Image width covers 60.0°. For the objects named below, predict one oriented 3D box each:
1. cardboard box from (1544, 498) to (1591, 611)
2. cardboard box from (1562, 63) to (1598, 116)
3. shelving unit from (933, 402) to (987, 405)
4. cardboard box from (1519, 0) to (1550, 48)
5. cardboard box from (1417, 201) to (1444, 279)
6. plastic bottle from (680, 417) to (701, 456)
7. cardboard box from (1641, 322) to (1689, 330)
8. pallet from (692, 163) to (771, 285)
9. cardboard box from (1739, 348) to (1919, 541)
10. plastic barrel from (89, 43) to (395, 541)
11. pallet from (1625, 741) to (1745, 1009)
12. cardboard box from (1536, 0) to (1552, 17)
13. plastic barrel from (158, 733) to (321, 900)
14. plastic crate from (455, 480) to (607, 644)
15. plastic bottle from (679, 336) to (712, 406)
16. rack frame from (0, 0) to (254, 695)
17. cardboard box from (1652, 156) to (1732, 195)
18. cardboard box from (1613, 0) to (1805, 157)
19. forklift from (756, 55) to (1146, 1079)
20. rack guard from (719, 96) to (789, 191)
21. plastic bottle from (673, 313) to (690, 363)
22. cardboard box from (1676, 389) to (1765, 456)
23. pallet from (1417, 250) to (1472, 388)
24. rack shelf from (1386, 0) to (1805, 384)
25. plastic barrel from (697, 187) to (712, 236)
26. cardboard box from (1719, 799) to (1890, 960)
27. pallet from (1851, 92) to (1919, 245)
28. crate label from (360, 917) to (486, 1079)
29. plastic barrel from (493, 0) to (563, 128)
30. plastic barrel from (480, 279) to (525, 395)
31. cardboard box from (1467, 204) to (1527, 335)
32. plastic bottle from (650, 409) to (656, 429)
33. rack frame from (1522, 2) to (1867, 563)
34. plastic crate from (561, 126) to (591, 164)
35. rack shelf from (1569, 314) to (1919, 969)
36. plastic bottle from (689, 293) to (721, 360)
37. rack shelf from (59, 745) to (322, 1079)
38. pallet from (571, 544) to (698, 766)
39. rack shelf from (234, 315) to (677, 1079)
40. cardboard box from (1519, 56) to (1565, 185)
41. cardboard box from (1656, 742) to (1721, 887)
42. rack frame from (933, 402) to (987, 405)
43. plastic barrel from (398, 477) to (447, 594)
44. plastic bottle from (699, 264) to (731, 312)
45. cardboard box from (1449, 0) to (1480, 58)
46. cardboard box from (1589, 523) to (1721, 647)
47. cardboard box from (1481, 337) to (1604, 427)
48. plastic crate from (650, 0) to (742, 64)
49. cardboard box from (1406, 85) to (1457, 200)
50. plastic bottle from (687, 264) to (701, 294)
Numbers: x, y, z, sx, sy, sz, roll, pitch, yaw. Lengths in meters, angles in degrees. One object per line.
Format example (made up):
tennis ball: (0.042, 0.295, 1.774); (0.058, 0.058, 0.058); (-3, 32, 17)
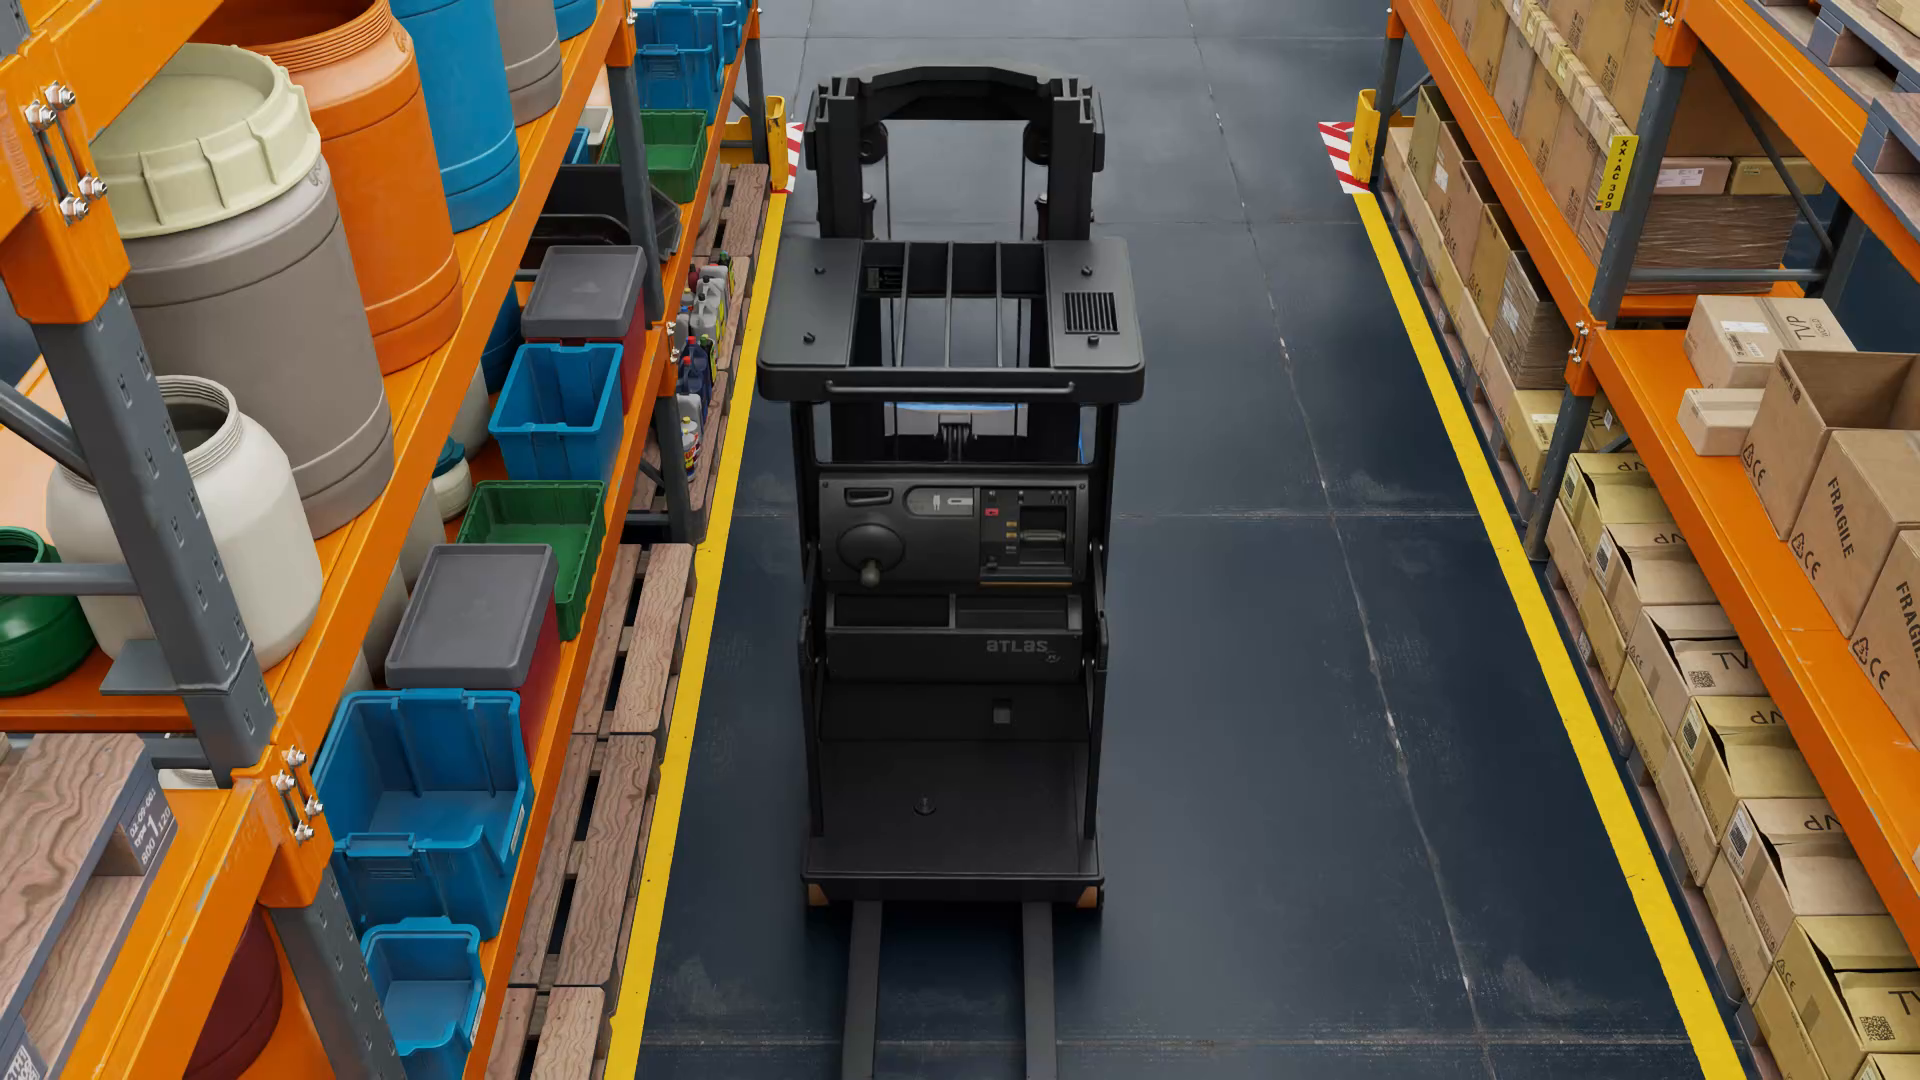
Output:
cardboard box: (2.944, 0.058, 7.388); (0.500, 0.250, 0.500); (-1, 39, -1)
cardboard box: (2.974, -2.048, 7.554); (0.380, 0.149, 0.250); (0, 39, 0)
shelving unit: (0.000, -0.346, 7.708); (0.258, 0.900, 0.210); (0, 39, 0)
cardboard box: (2.973, -2.526, 8.150); (0.380, 0.149, 0.250); (1, 39, 1)
cardboard box: (2.969, -1.735, 9.625); (0.500, 0.250, 0.500); (0, 39, 0)
plastic bottle: (-1.325, -0.509, 8.118); (0.097, 0.201, 0.097); (0, 39, 0)
cardboard box: (3.503, -0.778, 7.830); (0.500, 0.500, 0.500); (0, 39, 0)
pallet: (-1.724, -1.960, 10.273); (1.003, 0.211, 1.213); (0, 39, 0)
cardboard box: (3.176, -0.333, 5.933); (0.500, 0.500, 0.500); (3, 39, 3)
plastic barrel: (-1.542, -0.481, 3.398); (0.600, 0.901, 0.600); (0, 39, 0)
pallet: (3.235, 1.210, 6.317); (1.003, 0.211, 1.213); (0, 39, 0)
cardboard box: (3.182, -2.868, 8.058); (0.700, 0.500, 0.500); (0, 39, 0)
plastic barrel: (-1.973, 0.712, 4.619); (0.421, 0.512, 0.421); (0, 39, 0)
plastic crate: (-1.478, 0.069, 5.680); (0.450, 0.188, 0.662); (0, 39, 0)
plastic bottle: (-1.349, -0.864, 8.441); (0.144, 0.351, 0.185); (-2, 39, -2)
rack frame: (-1.758, -0.942, 1.975); (1.000, 3.000, 0.127); (0, 39, 0)
cardboard box: (2.976, -1.566, 6.952); (0.380, 0.149, 0.250); (0, 39, 0)
cardboard box: (3.184, -1.927, 6.883); (0.700, 0.500, 0.500); (0, 39, 0)
forklift: (-0.022, 0.043, 5.599); (1.130, 2.935, 3.031); (0, 39, 1)
rack guard: (-1.720, -2.581, 10.816); (1.175, 0.500, 0.348); (0, 39, 0)
plastic bottle: (-1.497, -1.084, 8.776); (0.152, 0.276, 0.135); (0, 39, 0)
cardboard box: (2.987, -0.451, 6.361); (0.380, 0.149, 0.250); (0, 39, 0)
pallet: (3.227, -1.278, 9.421); (1.003, 0.211, 1.213); (0, 39, 0)
rack shelf: (3.189, -2.074, 8.760); (1.077, 0.370, 4.000); (0, 39, 0)
plastic barrel: (-1.689, -2.072, 9.836); (0.421, 0.512, 0.421); (0, 39, 0)
cardboard box: (2.944, 1.120, 5.614); (0.500, 0.311, 0.500); (0, 39, 0)
pallet: (3.101, -0.823, 4.376); (1.003, 0.211, 1.213); (2, 39, 2)
crate label: (-1.384, 1.200, 4.233); (0.303, 0.233, 0.416); (0, 39, 0)
plastic barrel: (-1.544, -1.742, 4.971); (0.600, 0.901, 0.600); (0, 39, 0)
plastic barrel: (-2.065, -1.056, 6.514); (0.600, 0.901, 0.708); (0, 39, 0)
cardboard box: (2.978, -1.402, 8.610); (0.500, 0.500, 0.500); (0, 39, 0)
plastic bottle: (-1.493, -0.745, 8.294); (0.144, 0.351, 0.185); (0, 39, 0)
rack frame: (3.191, -1.104, 6.974); (1.000, 3.000, 0.127); (0, 39, 0)
plastic crate: (-2.035, -1.736, 7.883); (0.499, 0.251, 0.616); (0, 39, 0)
rack shelf: (3.193, 0.428, 5.638); (1.077, 0.370, 4.000); (0, 39, 0)
plastic bottle: (-1.349, -1.129, 8.773); (0.144, 0.351, 0.185); (0, 39, 0)
rack shelf: (-1.756, 1.760, 1.578); (1.077, 0.370, 4.000); (0, 39, 0)
pallet: (-1.723, 0.477, 7.232); (1.003, 0.211, 1.213); (0, 39, 0)
rack shelf: (-1.760, 0.429, 5.637); (1.077, 0.370, 4.000); (0, 39, 0)
cardboard box: (3.180, -2.064, 8.092); (0.700, 0.500, 0.500); (1, 39, 1)
cardboard box: (2.946, 1.019, 6.188); (0.500, 0.250, 0.500); (1, 39, 1)
rack frame: (0.000, -0.282, 7.628); (0.240, 0.900, 0.006); (0, 39, 0)
plastic barrel: (-1.980, -0.098, 5.611); (0.433, 0.535, 0.433); (0, 39, 0)
plastic bottle: (-1.354, -1.407, 9.179); (0.152, 0.276, 0.135); (0, 39, 0)
cardboard box: (3.179, -3.024, 9.290); (0.700, 0.500, 0.500); (1, 39, 1)
cardboard box: (2.938, 0.158, 6.814); (0.500, 0.311, 0.500); (0, 39, -1)
cardboard box: (2.981, -0.797, 8.455); (0.500, 0.250, 0.500); (0, 39, 0)
plastic crate: (-1.472, -2.827, 9.243); (0.499, 0.251, 0.408); (0, 39, 0)
cardboard box: (2.967, -2.340, 9.781); (0.500, 0.500, 0.500); (0, 39, 0)
plastic bottle: (-1.460, -1.409, 9.176); (0.061, 0.283, 0.133); (0, 39, 0)
